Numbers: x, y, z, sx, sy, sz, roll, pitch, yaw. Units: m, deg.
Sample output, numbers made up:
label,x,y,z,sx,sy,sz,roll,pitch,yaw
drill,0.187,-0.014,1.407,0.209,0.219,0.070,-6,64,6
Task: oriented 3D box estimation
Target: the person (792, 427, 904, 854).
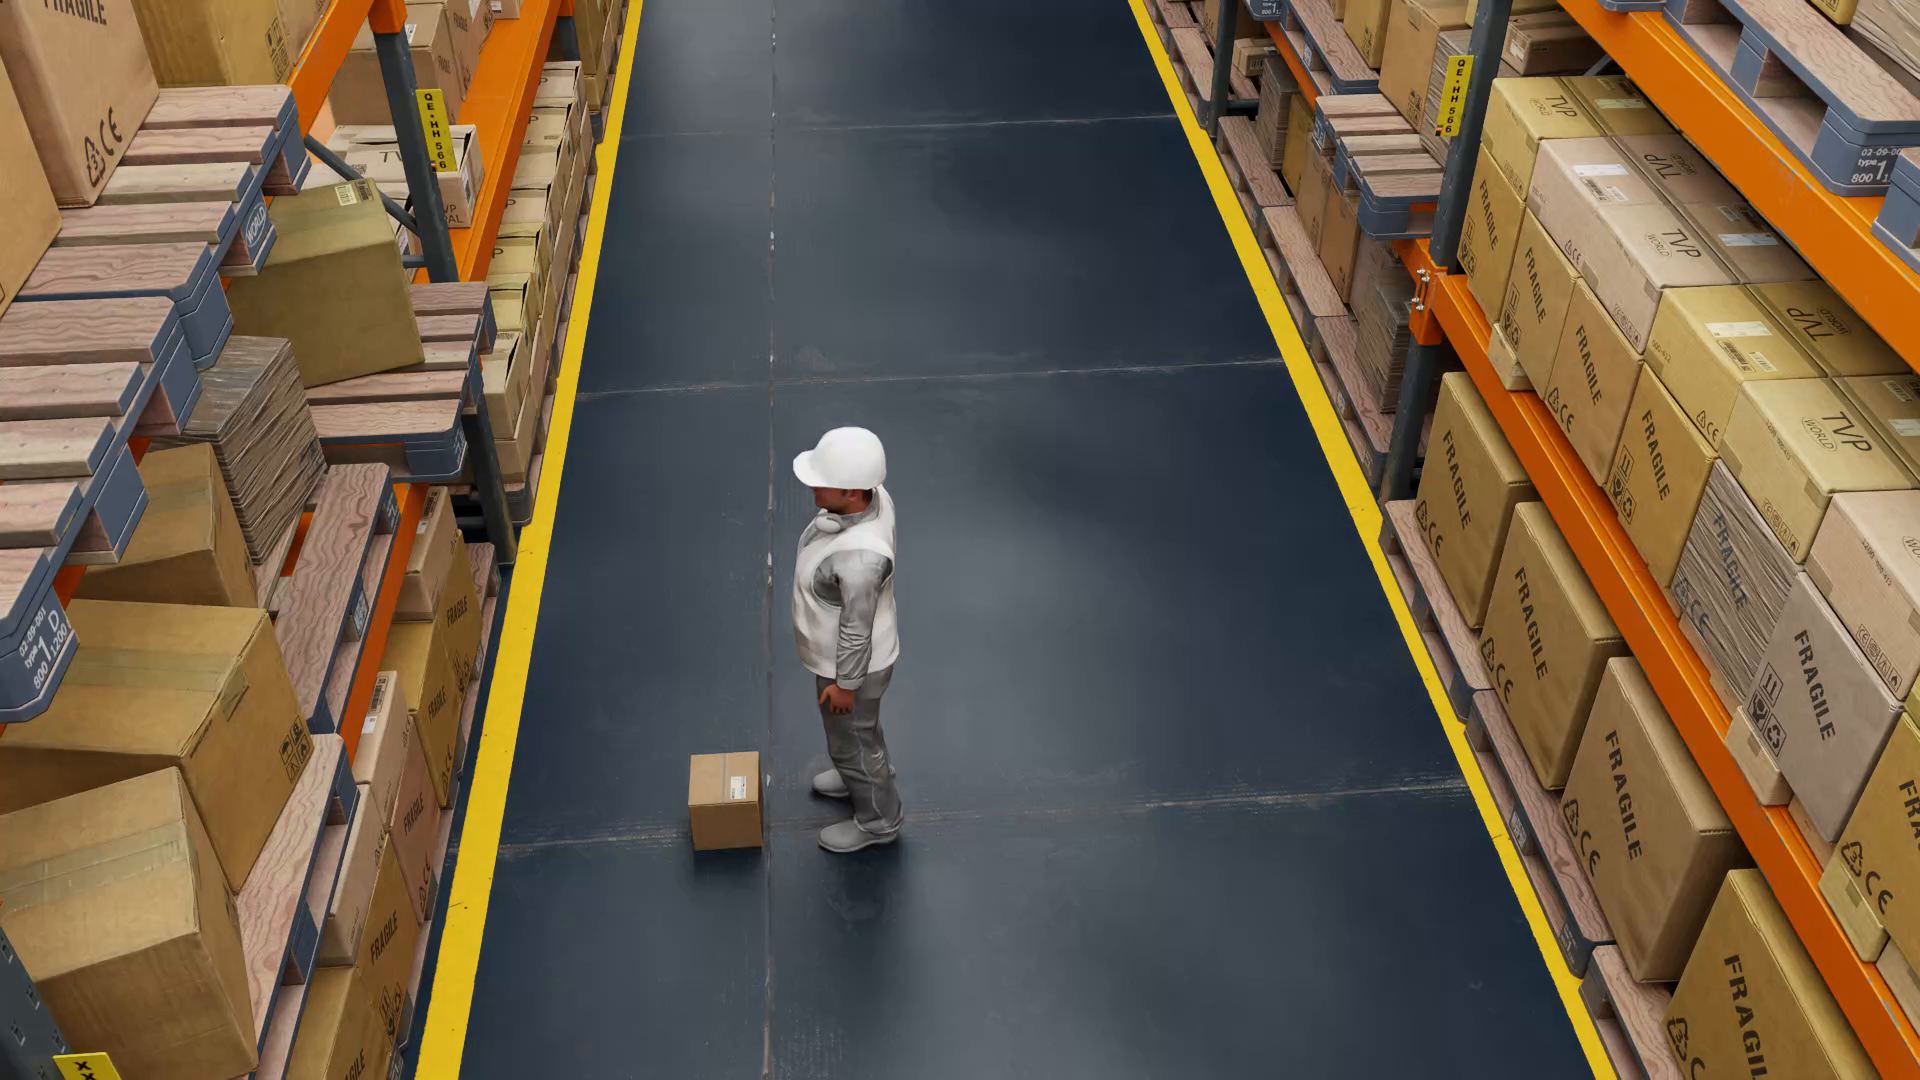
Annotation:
label,x,y,z,sx,sy,sz,roll,pitch,yaw
person,-0.384,0.355,5.697,0.357,1.771,0.531,-2,39,-3
